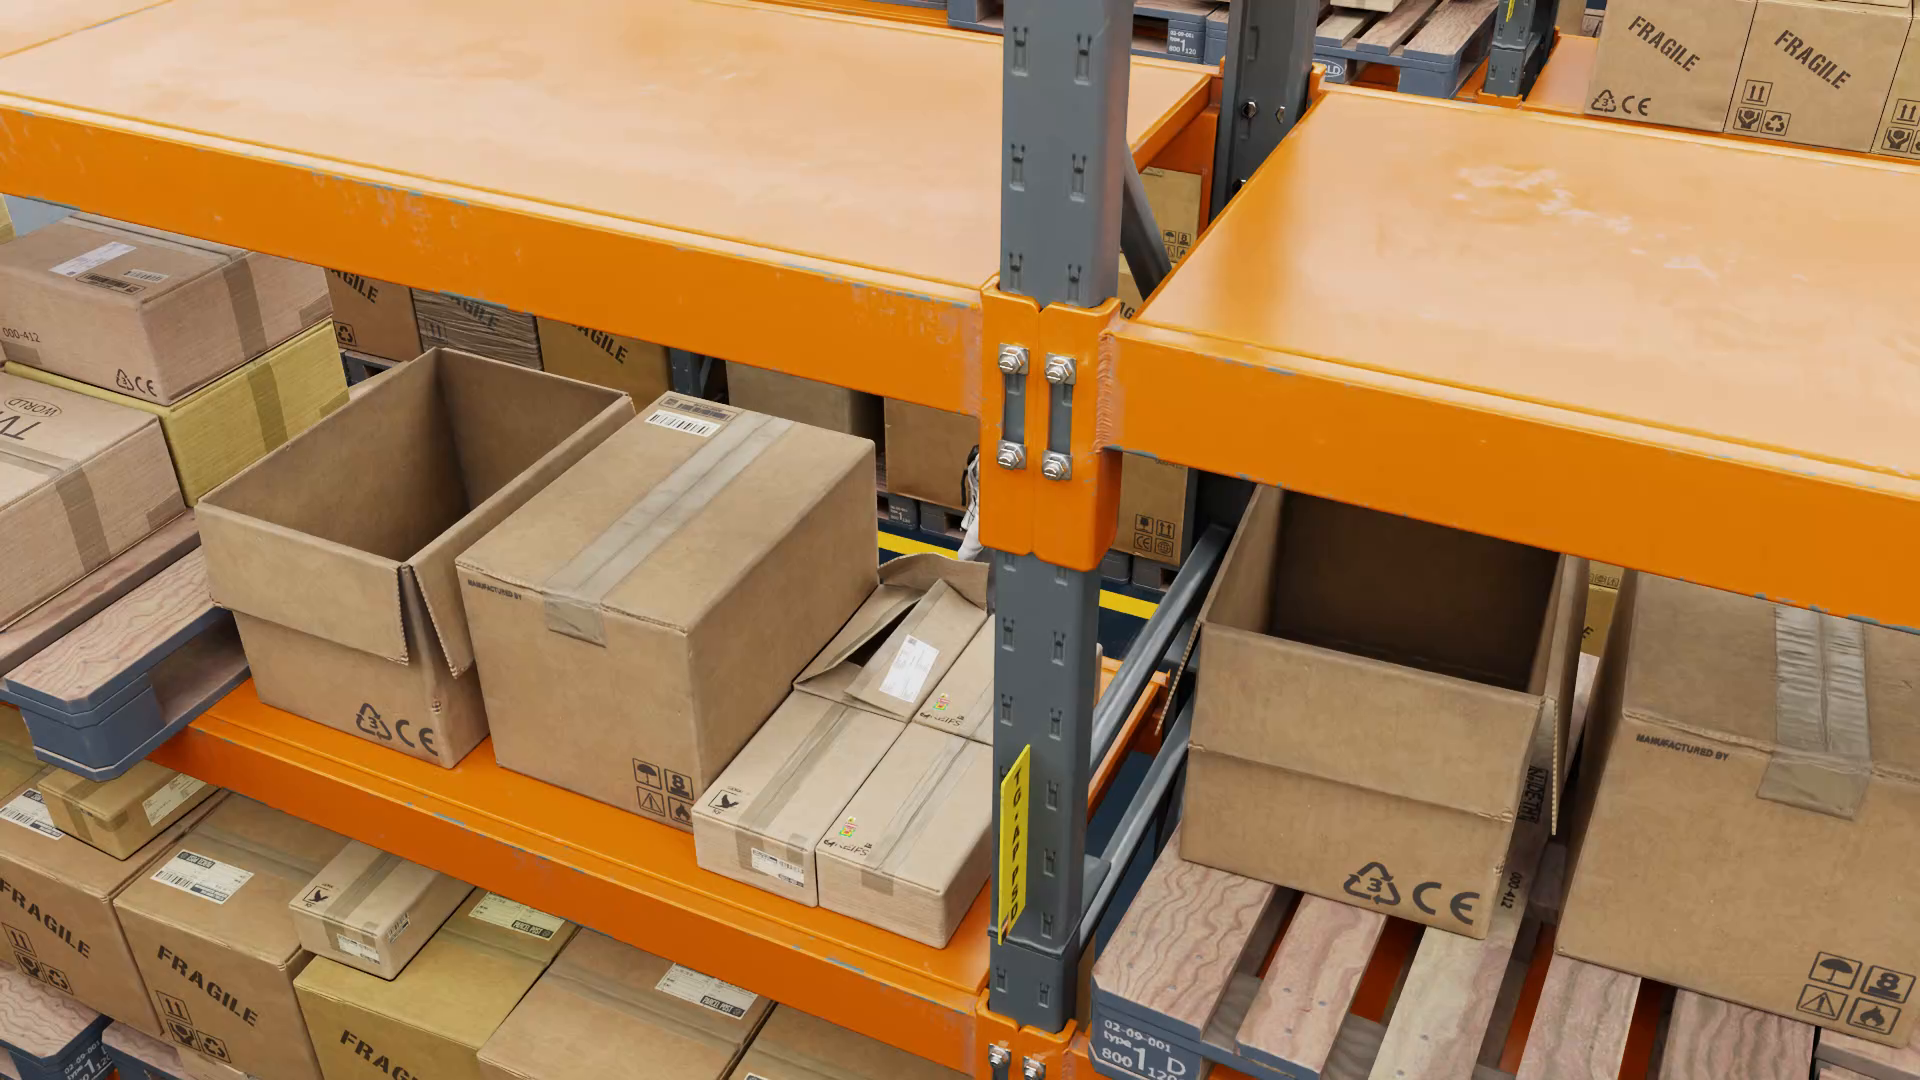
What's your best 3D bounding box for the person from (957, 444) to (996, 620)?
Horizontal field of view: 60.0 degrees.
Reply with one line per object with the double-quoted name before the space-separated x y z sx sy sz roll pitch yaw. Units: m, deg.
"person" 0.106 -0.051 7.511 0.529 1.694 0.587 14 37 20
